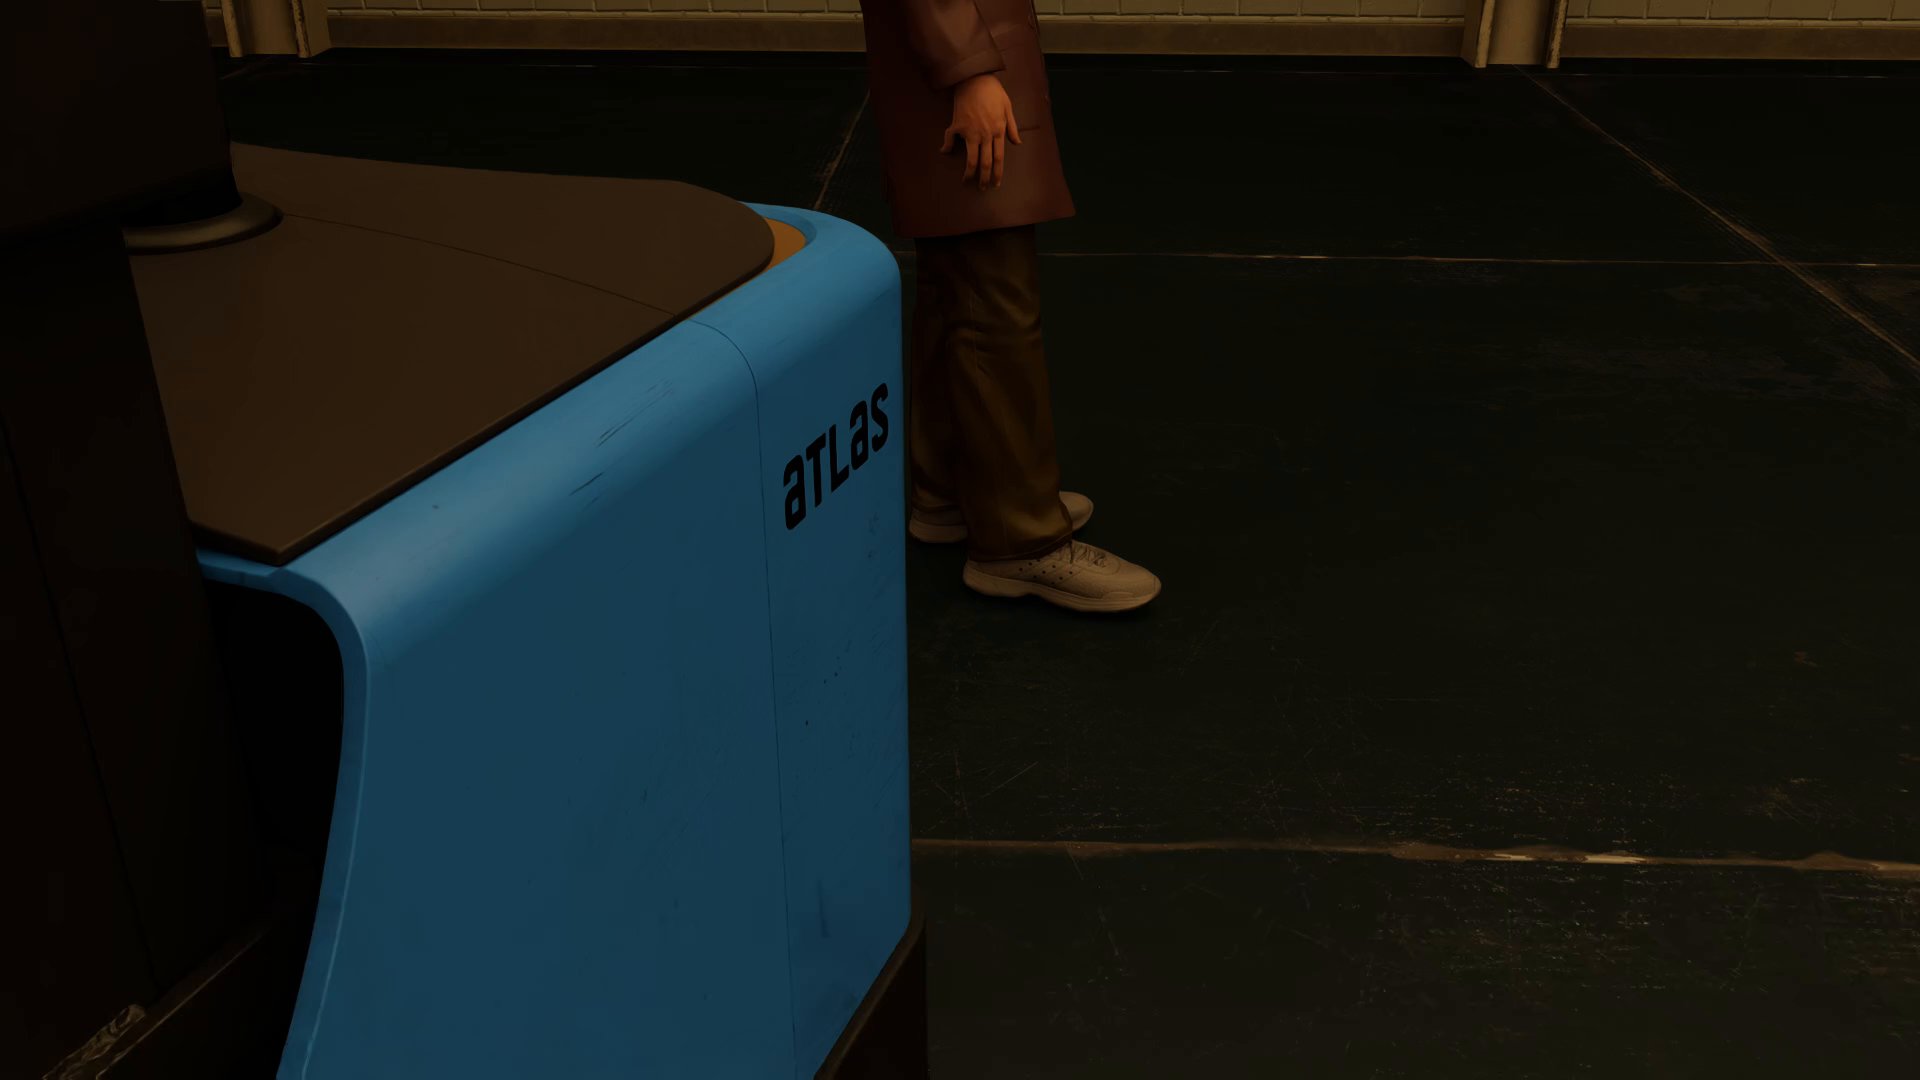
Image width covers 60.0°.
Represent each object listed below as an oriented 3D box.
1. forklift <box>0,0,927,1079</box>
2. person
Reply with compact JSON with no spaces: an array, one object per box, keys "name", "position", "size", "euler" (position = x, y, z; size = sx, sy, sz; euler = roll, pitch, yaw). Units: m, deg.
[{"name":"forklift","position":[-1.038,-0.115,0.252],"size":[1.130,2.935,3.031],"euler":[10,28,19]},{"name":"person","position":[0.092,-0.801,2.929],"size":[0.579,1.778,0.698],"euler":[1,26,2]}]
